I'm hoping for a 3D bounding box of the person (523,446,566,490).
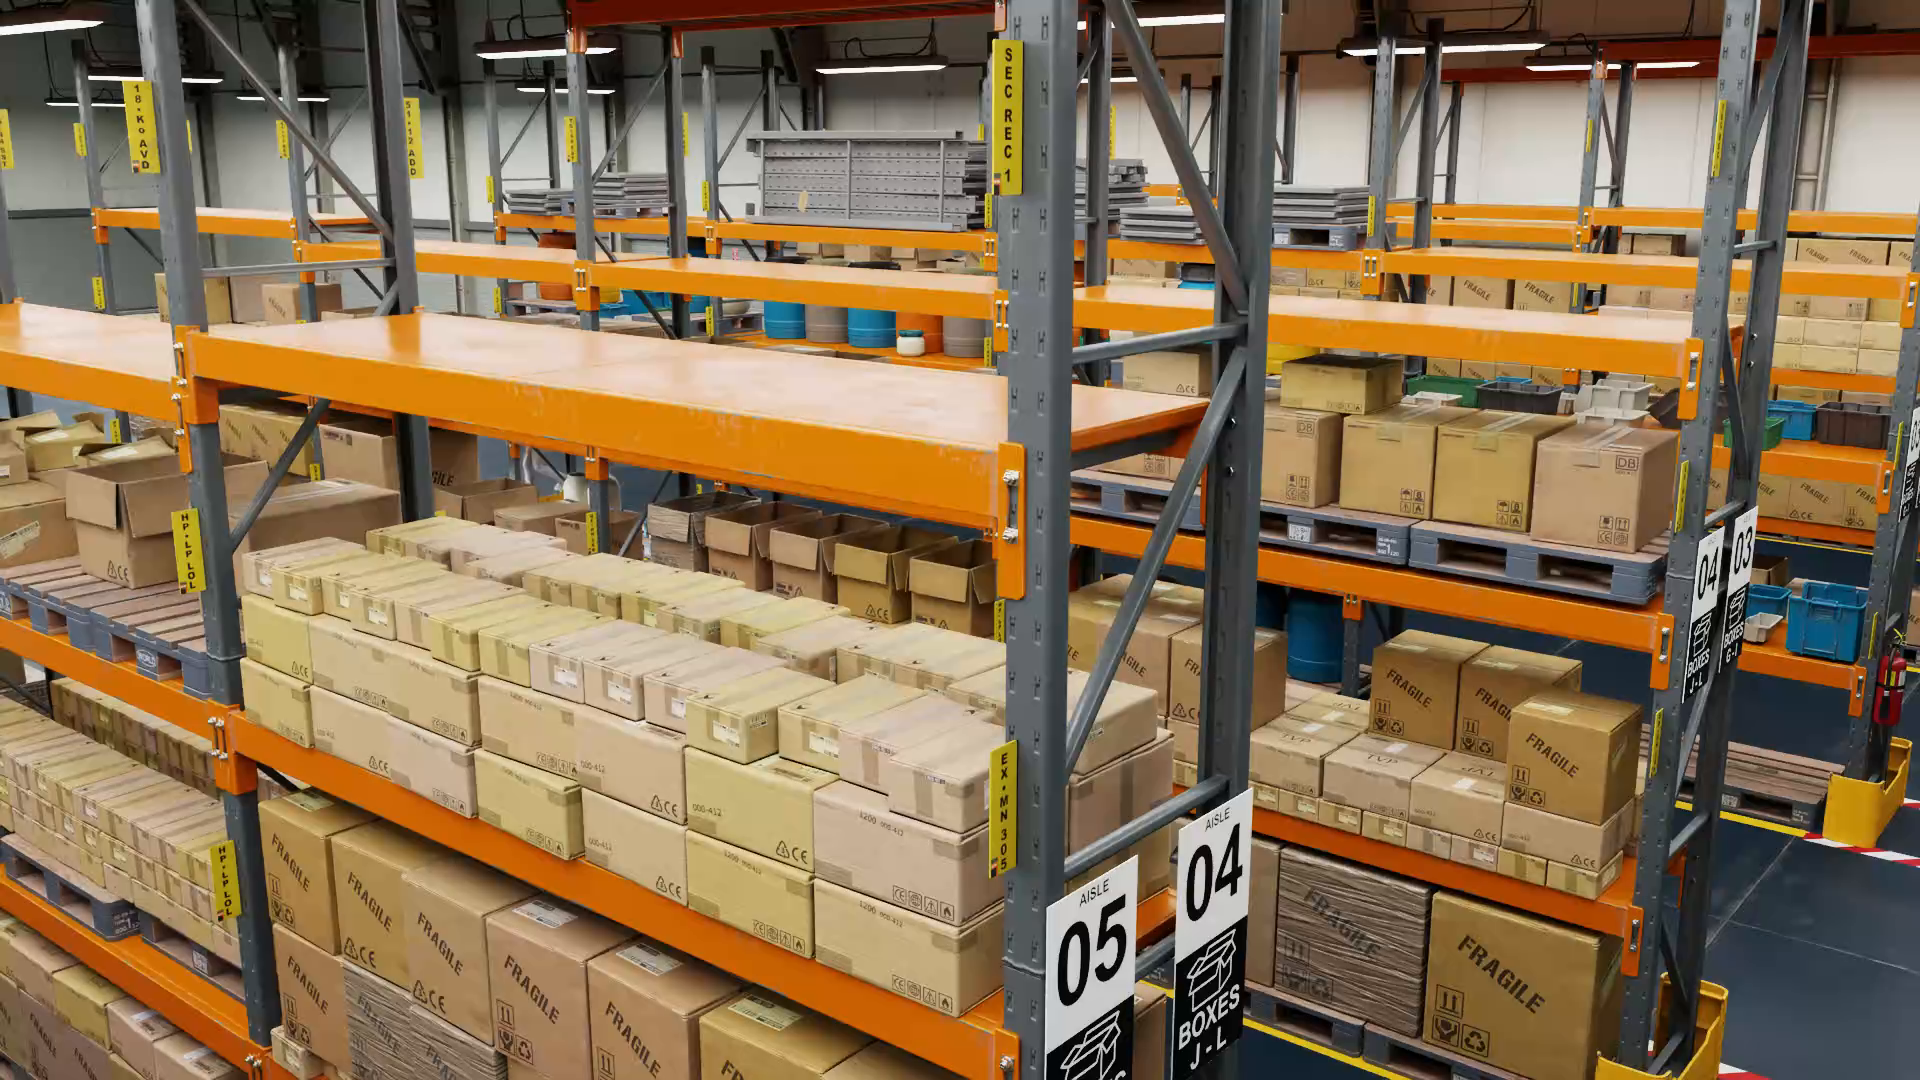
[{"bbox_3d":[-5.995,-1.362,23.655,0.806,1.557,0.510,-5,14,-18],"label":"person"}]
